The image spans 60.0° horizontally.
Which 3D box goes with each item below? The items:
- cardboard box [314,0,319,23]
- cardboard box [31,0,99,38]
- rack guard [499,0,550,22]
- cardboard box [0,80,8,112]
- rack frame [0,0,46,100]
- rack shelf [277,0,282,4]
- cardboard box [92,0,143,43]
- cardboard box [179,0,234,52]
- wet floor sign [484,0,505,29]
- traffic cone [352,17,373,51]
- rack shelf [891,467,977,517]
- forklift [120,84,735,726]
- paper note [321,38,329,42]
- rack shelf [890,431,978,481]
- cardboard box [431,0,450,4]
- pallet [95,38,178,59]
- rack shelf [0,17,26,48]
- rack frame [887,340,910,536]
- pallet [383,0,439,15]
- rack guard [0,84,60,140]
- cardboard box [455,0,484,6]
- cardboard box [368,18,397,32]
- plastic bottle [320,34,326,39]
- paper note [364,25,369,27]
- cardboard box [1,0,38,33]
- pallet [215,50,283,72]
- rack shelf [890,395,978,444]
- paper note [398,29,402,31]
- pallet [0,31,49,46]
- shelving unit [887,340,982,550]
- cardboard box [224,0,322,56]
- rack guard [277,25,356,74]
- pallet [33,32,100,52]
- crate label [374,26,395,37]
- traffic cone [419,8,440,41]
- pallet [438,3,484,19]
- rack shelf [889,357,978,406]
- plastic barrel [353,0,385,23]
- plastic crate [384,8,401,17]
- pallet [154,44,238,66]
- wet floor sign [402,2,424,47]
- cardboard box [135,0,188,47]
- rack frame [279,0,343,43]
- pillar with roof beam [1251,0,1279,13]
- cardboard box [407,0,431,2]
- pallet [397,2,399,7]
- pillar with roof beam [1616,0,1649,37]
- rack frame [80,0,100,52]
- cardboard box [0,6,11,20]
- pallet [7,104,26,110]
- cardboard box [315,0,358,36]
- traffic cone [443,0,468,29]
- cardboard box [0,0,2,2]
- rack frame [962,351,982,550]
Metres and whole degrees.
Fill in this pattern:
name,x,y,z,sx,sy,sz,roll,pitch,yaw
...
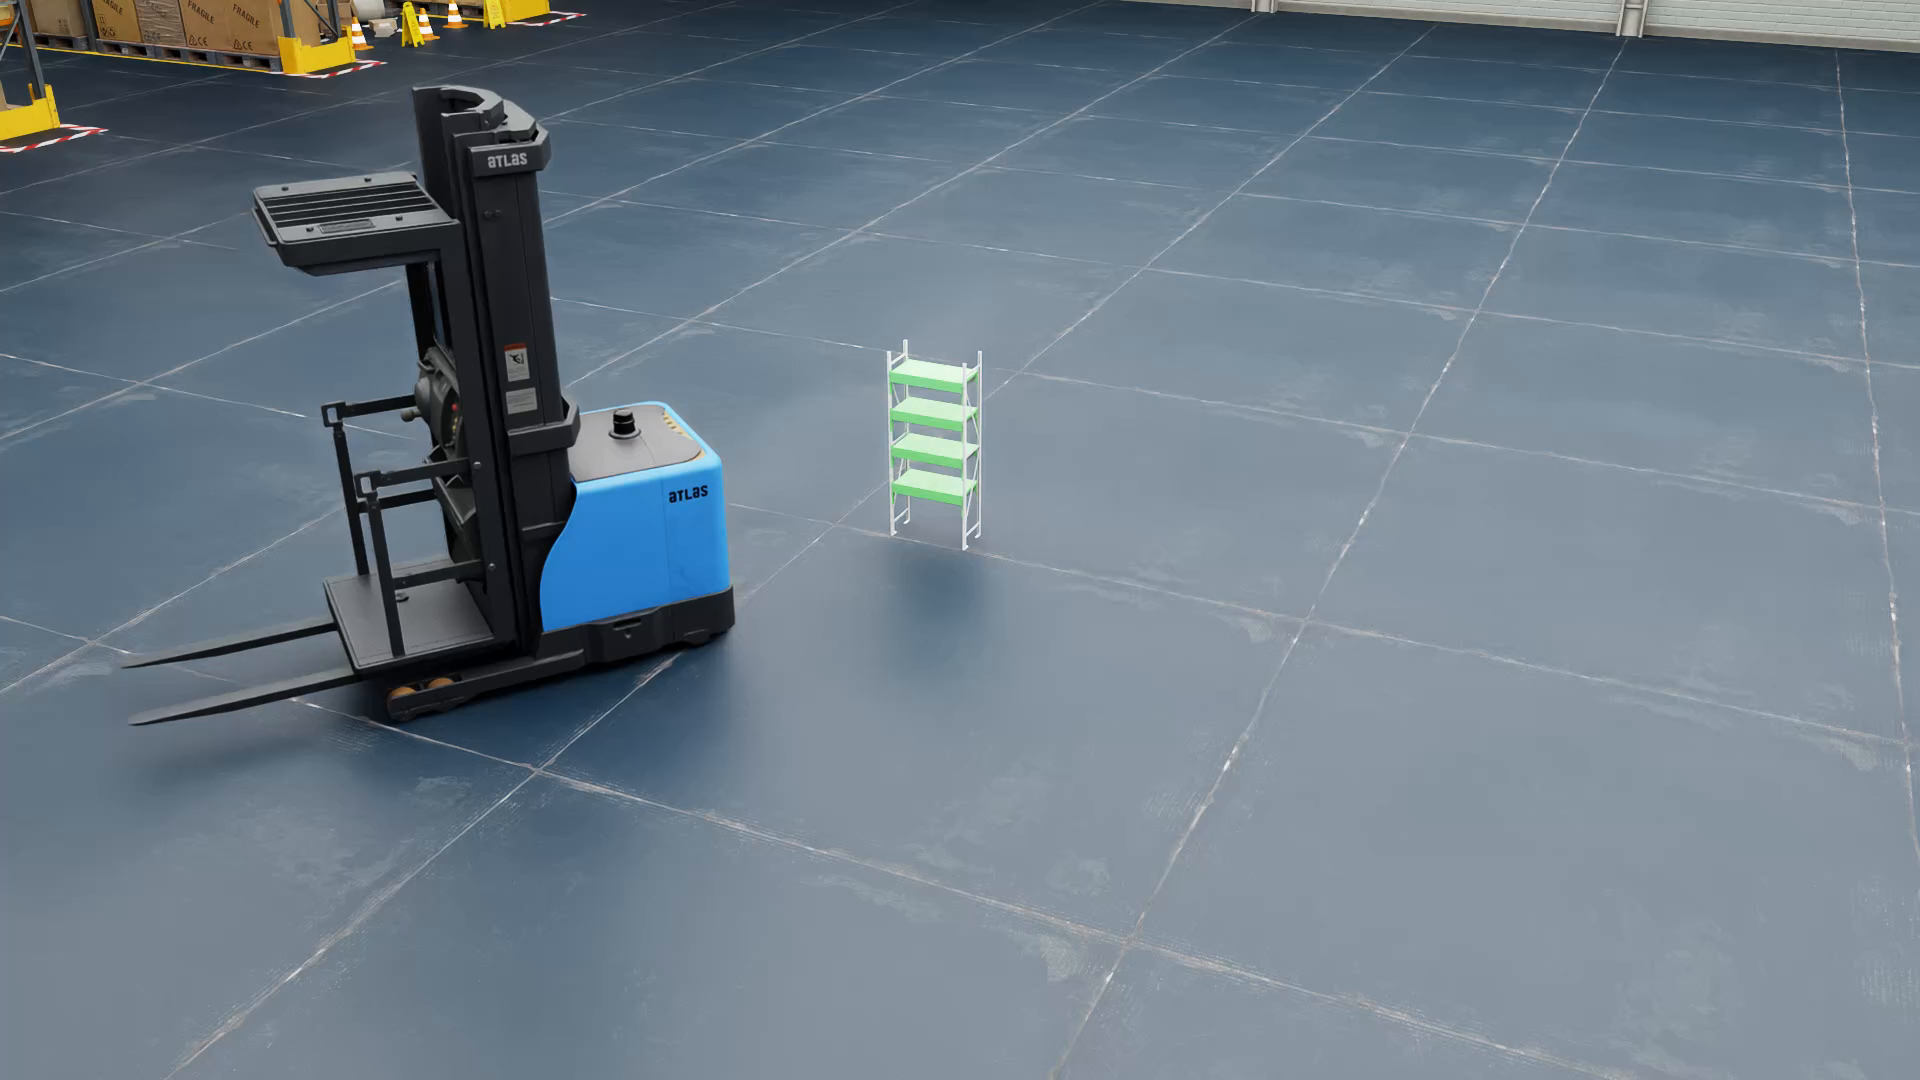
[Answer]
name,x,y,z,sx,sy,sz,roll,pitch,yaw
cardboard box,-10.909,-8.682,27.161,0.503,0.637,0.797,11,28,22
cardboard box,-13.608,-8.250,25.681,0.750,0.750,1.050,11,28,22
rack guard,-7.477,-9.163,28.295,0.348,0.500,1.175,11,28,22
cardboard box,-12.071,-5.474,20.326,0.500,0.500,0.500,17,31,31
rack frame,-11.510,-6.286,19.621,0.127,3.000,1.000,11,28,22
rack shelf,-11.185,-8.305,24.536,4.000,0.370,1.077,11,28,22
cardboard box,-12.463,-8.085,25.206,0.875,0.875,0.875,12,29,23
cardboard box,-10.811,-7.754,24.534,0.875,0.875,0.875,11,28,21
wet floor sign,-7.678,-8.749,27.290,0.232,0.644,0.267,23,35,39
traffic cone,-9.260,-7.792,25.552,0.334,0.463,0.336,11,28,22
rack shelf,-0.151,-0.296,10.181,0.480,0.148,0.258,11,28,22
forklift,-2.787,-0.669,8.291,3.031,2.935,1.130,-13,29,-24
paper note,-10.052,-7.891,26.244,0.142,0.017,0.144,23,35,39
rack shelf,-0.151,-0.511,10.075,0.480,0.148,0.258,11,28,22
cardboard box,-8.723,-9.363,28.509,0.500,0.250,0.500,11,28,22
pallet,-12.346,-7.572,25.390,1.213,0.211,1.003,11,28,22
rack shelf,-13.331,-6.329,20.523,4.000,0.370,1.077,11,28,22
rack frame,-0.373,-0.613,10.137,0.015,1.200,0.240,11,28,22
pallet,-9.308,-9.420,29.144,1.213,0.211,1.003,11,28,22
rack guard,-11.579,-5.178,20.202,0.348,0.500,1.175,11,28,22
cardboard box,-8.277,-9.269,28.319,0.500,0.250,0.500,11,28,22
cardboard box,-9.436,-8.419,27.181,0.380,0.149,0.250,-18,31,-31
plastic bottle,-10.264,-8.027,26.485,0.283,0.061,0.133,2,26,4
paper note,-9.803,-8.521,27.536,0.142,0.019,0.148,23,35,39
cardboard box,-14.485,-8.427,26.043,0.750,0.750,1.050,11,28,22
pallet,-10.125,-7.125,24.484,1.213,0.211,1.003,11,28,22
rack shelf,-0.151,-0.727,9.969,0.480,0.148,0.258,11,28,22
paper note,-9.092,-8.311,27.096,0.142,0.019,0.148,2,26,4
pallet,-14.854,-8.075,26.413,1.213,0.211,1.003,11,28,22
shelving unit,-0.151,-0.569,10.046,0.503,1.200,0.258,11,28,22
cardboard box,-10.010,-7.594,24.209,0.875,0.875,0.875,12,28,22
rack guard,-9.343,-7.136,24.178,0.348,0.500,1.175,11,28,22
pallet,-13.740,-7.853,25.961,1.213,0.211,1.003,11,28,22
crate label,-9.225,-8.157,26.662,0.298,0.136,0.250,-2,26,-5
traffic cone,-8.483,-8.184,26.348,0.334,0.463,0.336,11,28,22
pallet,-8.202,-9.196,28.690,1.213,0.211,1.003,11,28,22
rack shelf,-0.151,-0.942,9.863,0.480,0.148,0.258,11,28,22
plastic barrel,-9.915,-8.884,27.814,0.512,0.421,0.421,-12,29,-23
plastic crate,-9.959,-9.075,28.592,0.583,0.080,0.402,2,26,4
pallet,-11.232,-7.349,24.938,1.213,0.211,1.003,11,28,22
wet floor sign,-8.519,-7.996,25.761,0.232,0.644,0.267,6,27,13
cardboard box,-11.640,-7.922,24.874,0.875,0.875,0.875,12,28,22
rack frame,-9.365,-8.262,23.635,0.127,3.000,1.000,11,28,22
pillar with roof beam,3.524,-11.523,23.467,0.400,9.000,9.100,11,28,22
cardboard box,-9.202,-9.456,28.698,0.500,0.250,0.500,10,28,20
pallet,-10.423,-9.642,29.596,1.213,0.211,1.003,11,28,22
pillar with roof beam,8.986,-10.426,21.239,0.400,9.000,9.100,11,28,22
rack frame,-13.006,-8.993,25.120,0.127,3.000,1.000,11,28,22
cardboard box,-11.671,-6.321,19.977,0.250,0.149,0.380,11,28,22
pallet,-12.304,-5.211,20.596,1.213,0.211,1.003,11,28,22
cardboard box,-10.055,-8.454,26.851,0.637,0.503,0.797,-7,27,-14
traffic cone,-8.333,-8.692,27.381,0.334,0.463,0.336,11,28,22
cardboard box,-11.999,-6.576,19.760,0.500,0.500,0.875,11,28,22
rack frame,0.071,-0.524,9.956,0.015,1.200,0.240,11,28,22
